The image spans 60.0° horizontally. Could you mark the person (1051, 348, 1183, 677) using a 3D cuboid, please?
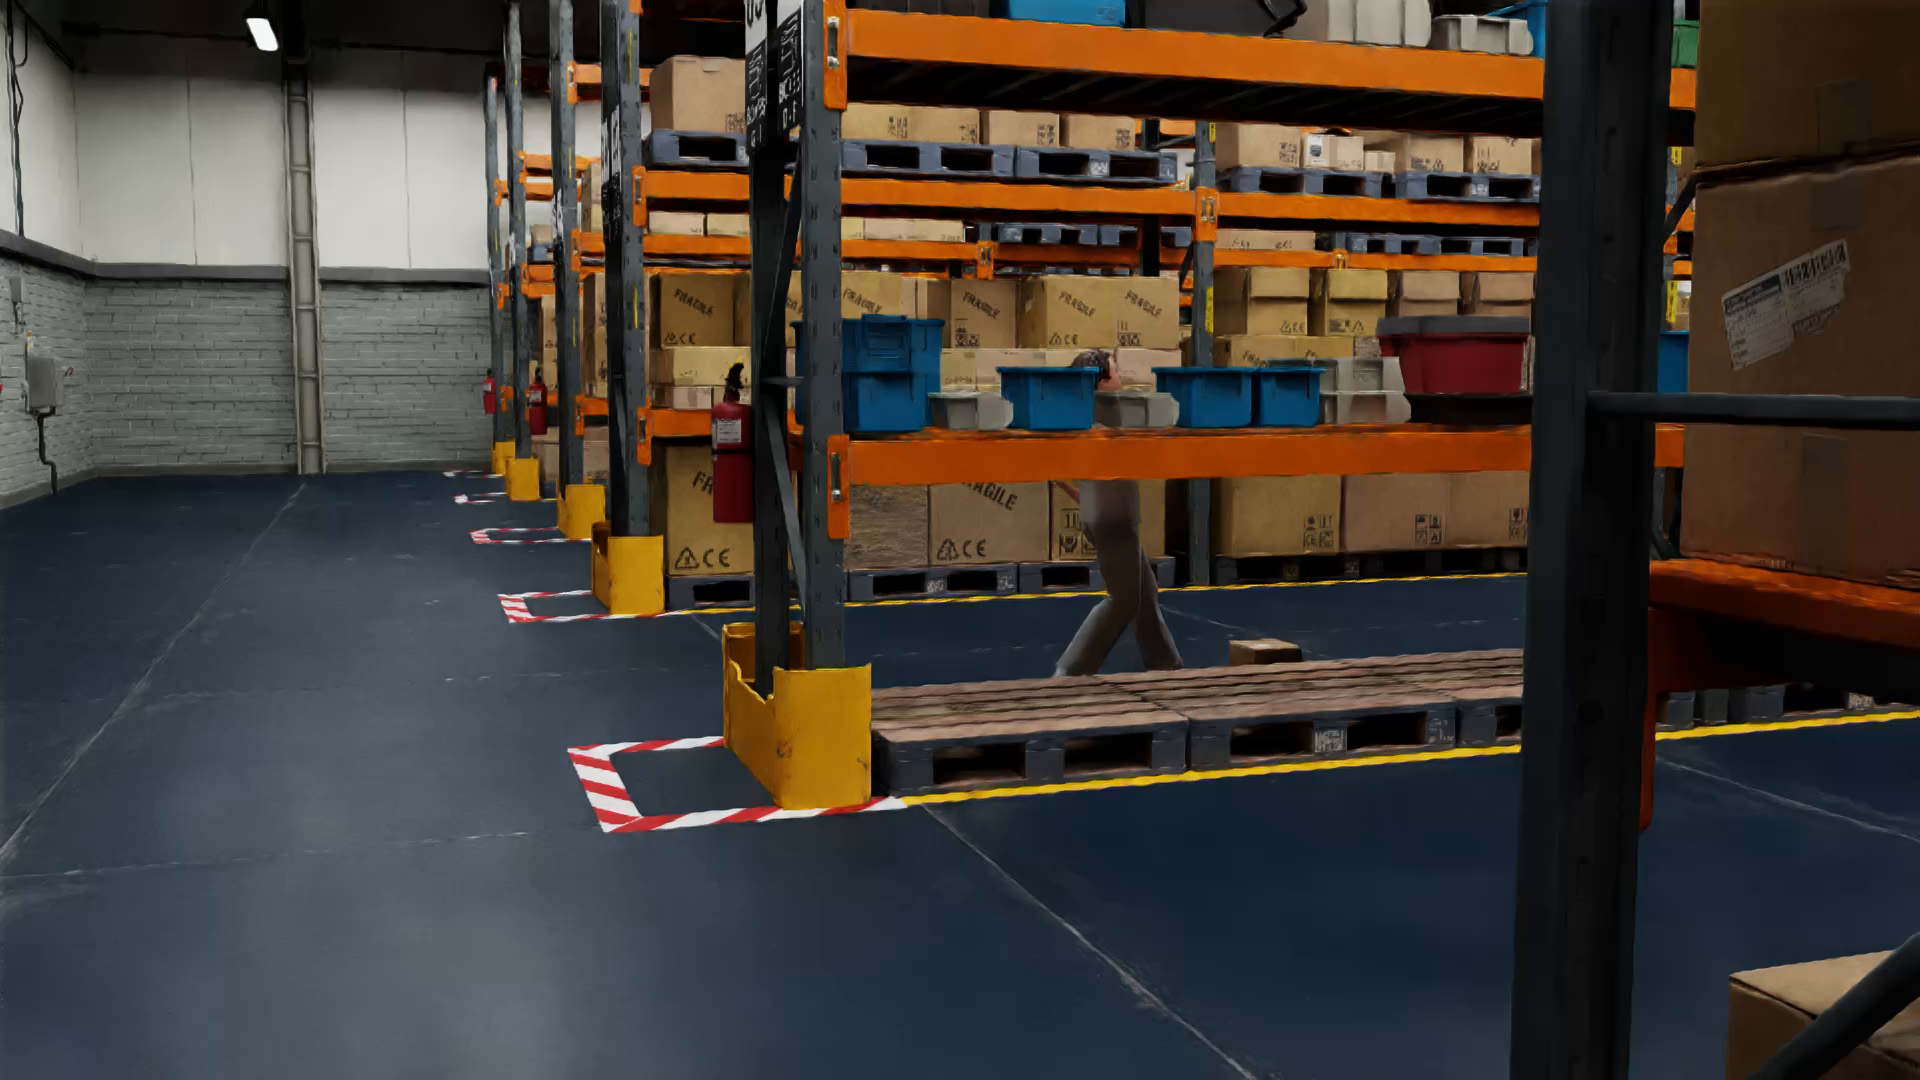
[{"bbox_3d":[0.807,-0.073,7.827,0.797,1.647,0.527,-2,6,-15],"label":"person"}]
